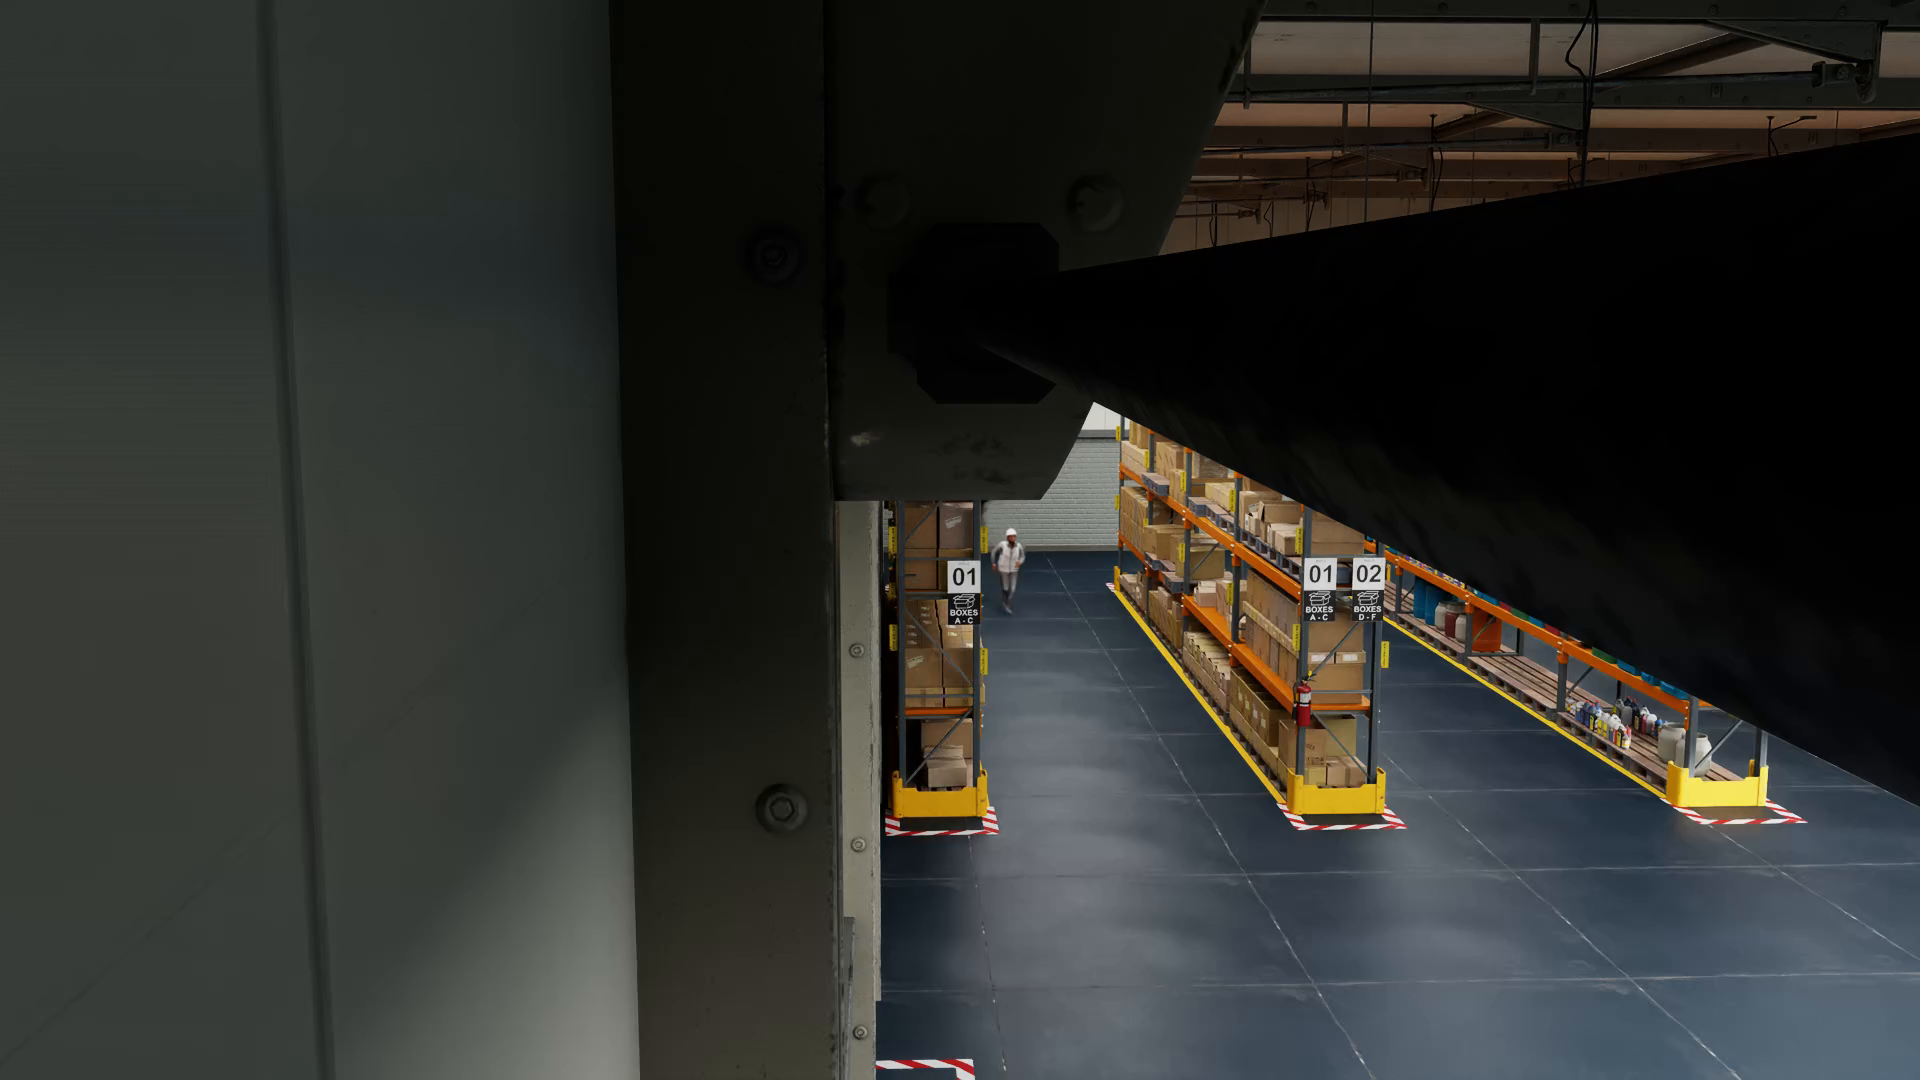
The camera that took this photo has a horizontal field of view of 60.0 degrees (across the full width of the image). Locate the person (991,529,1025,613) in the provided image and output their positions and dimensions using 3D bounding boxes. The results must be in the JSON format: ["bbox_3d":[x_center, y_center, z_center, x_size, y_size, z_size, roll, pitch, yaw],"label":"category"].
[{"bbox_3d":[0.988,0.625,33.882,0.694,1.728,0.672,-1,8,-9],"label":"person"}]

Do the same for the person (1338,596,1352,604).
[{"bbox_3d":[6.739,1.251,29.631,0.601,1.616,0.862,-1,8,-6],"label":"person"}]
